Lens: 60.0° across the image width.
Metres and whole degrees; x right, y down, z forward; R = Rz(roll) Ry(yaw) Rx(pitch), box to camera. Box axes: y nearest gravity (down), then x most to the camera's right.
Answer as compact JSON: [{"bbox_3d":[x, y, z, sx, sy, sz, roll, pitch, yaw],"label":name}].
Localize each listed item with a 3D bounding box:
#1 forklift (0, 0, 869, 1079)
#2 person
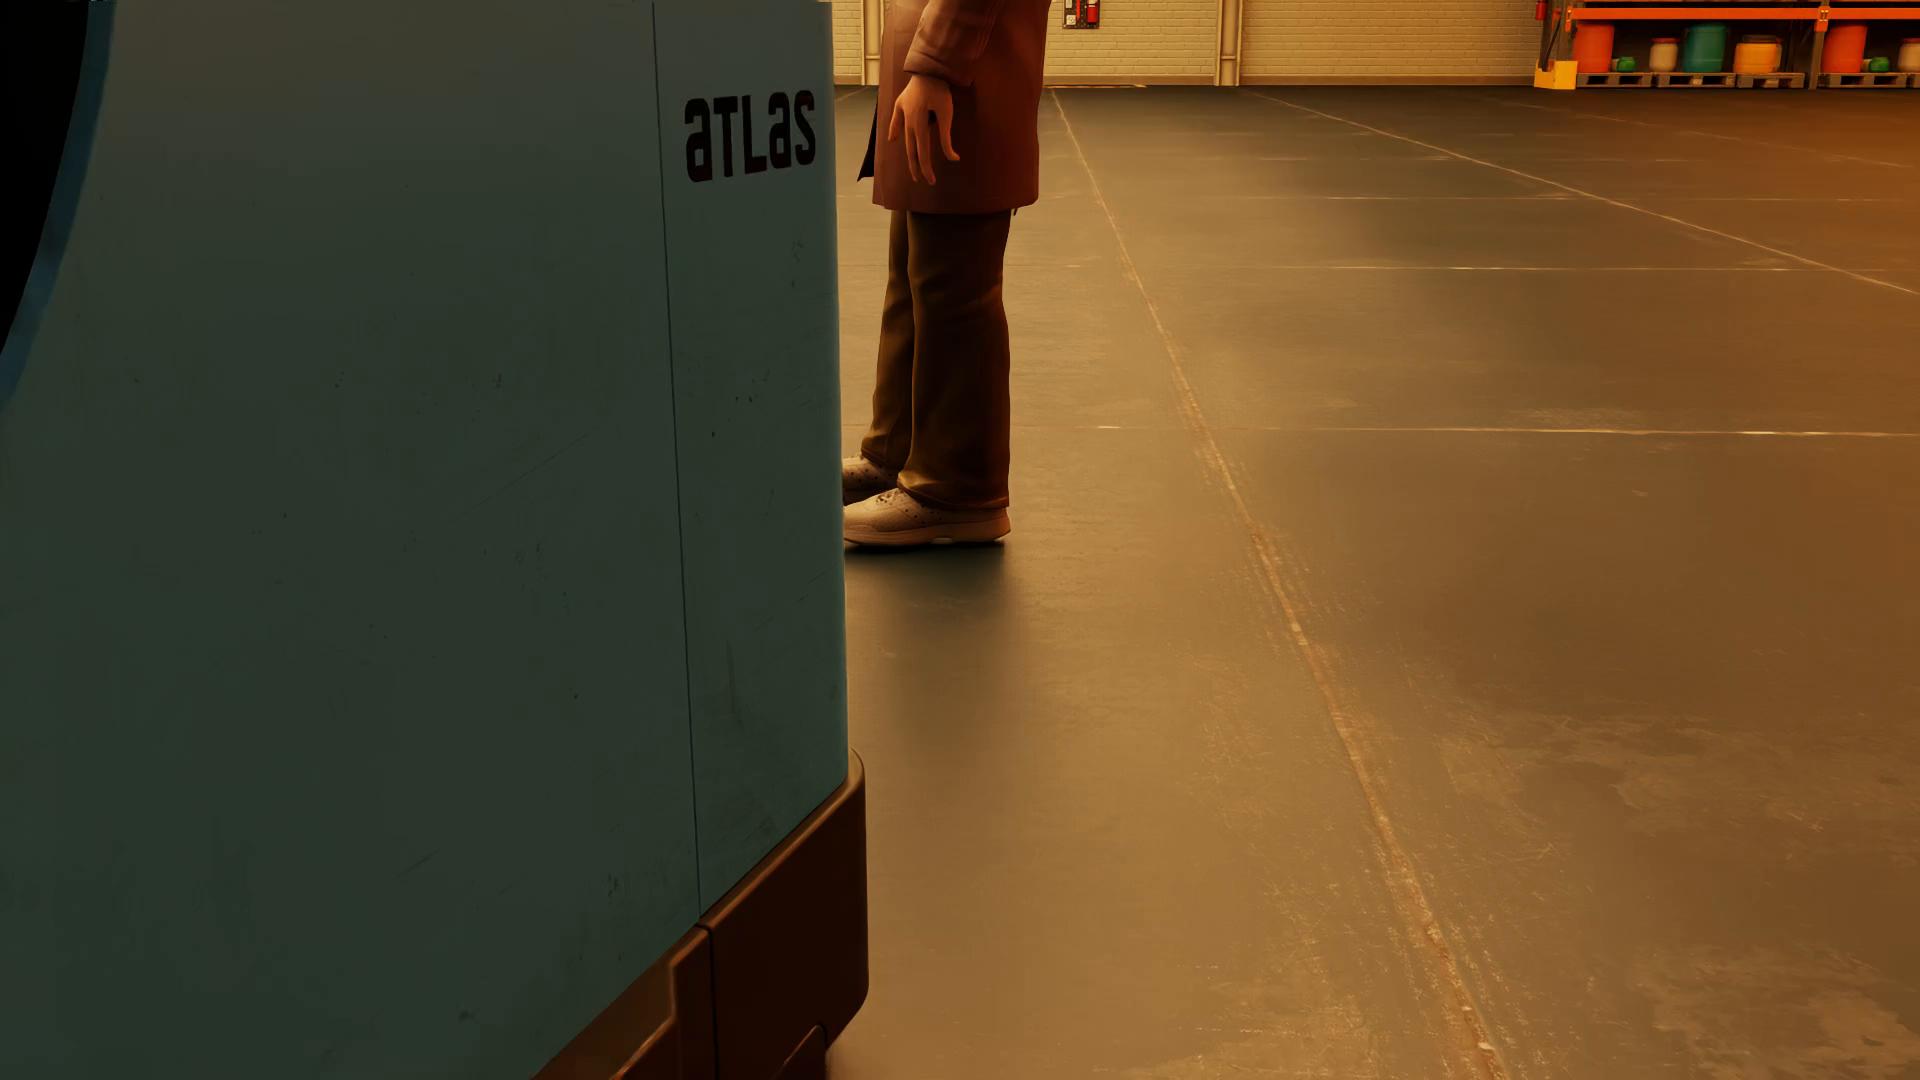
[{"bbox_3d":[-1.104,-0.536,0.157,1.130,2.935,3.031,7,18,20],"label":"forklift"},{"bbox_3d":[-0.090,-0.858,3.114,0.582,1.775,0.694,1,17,2],"label":"person"}]
